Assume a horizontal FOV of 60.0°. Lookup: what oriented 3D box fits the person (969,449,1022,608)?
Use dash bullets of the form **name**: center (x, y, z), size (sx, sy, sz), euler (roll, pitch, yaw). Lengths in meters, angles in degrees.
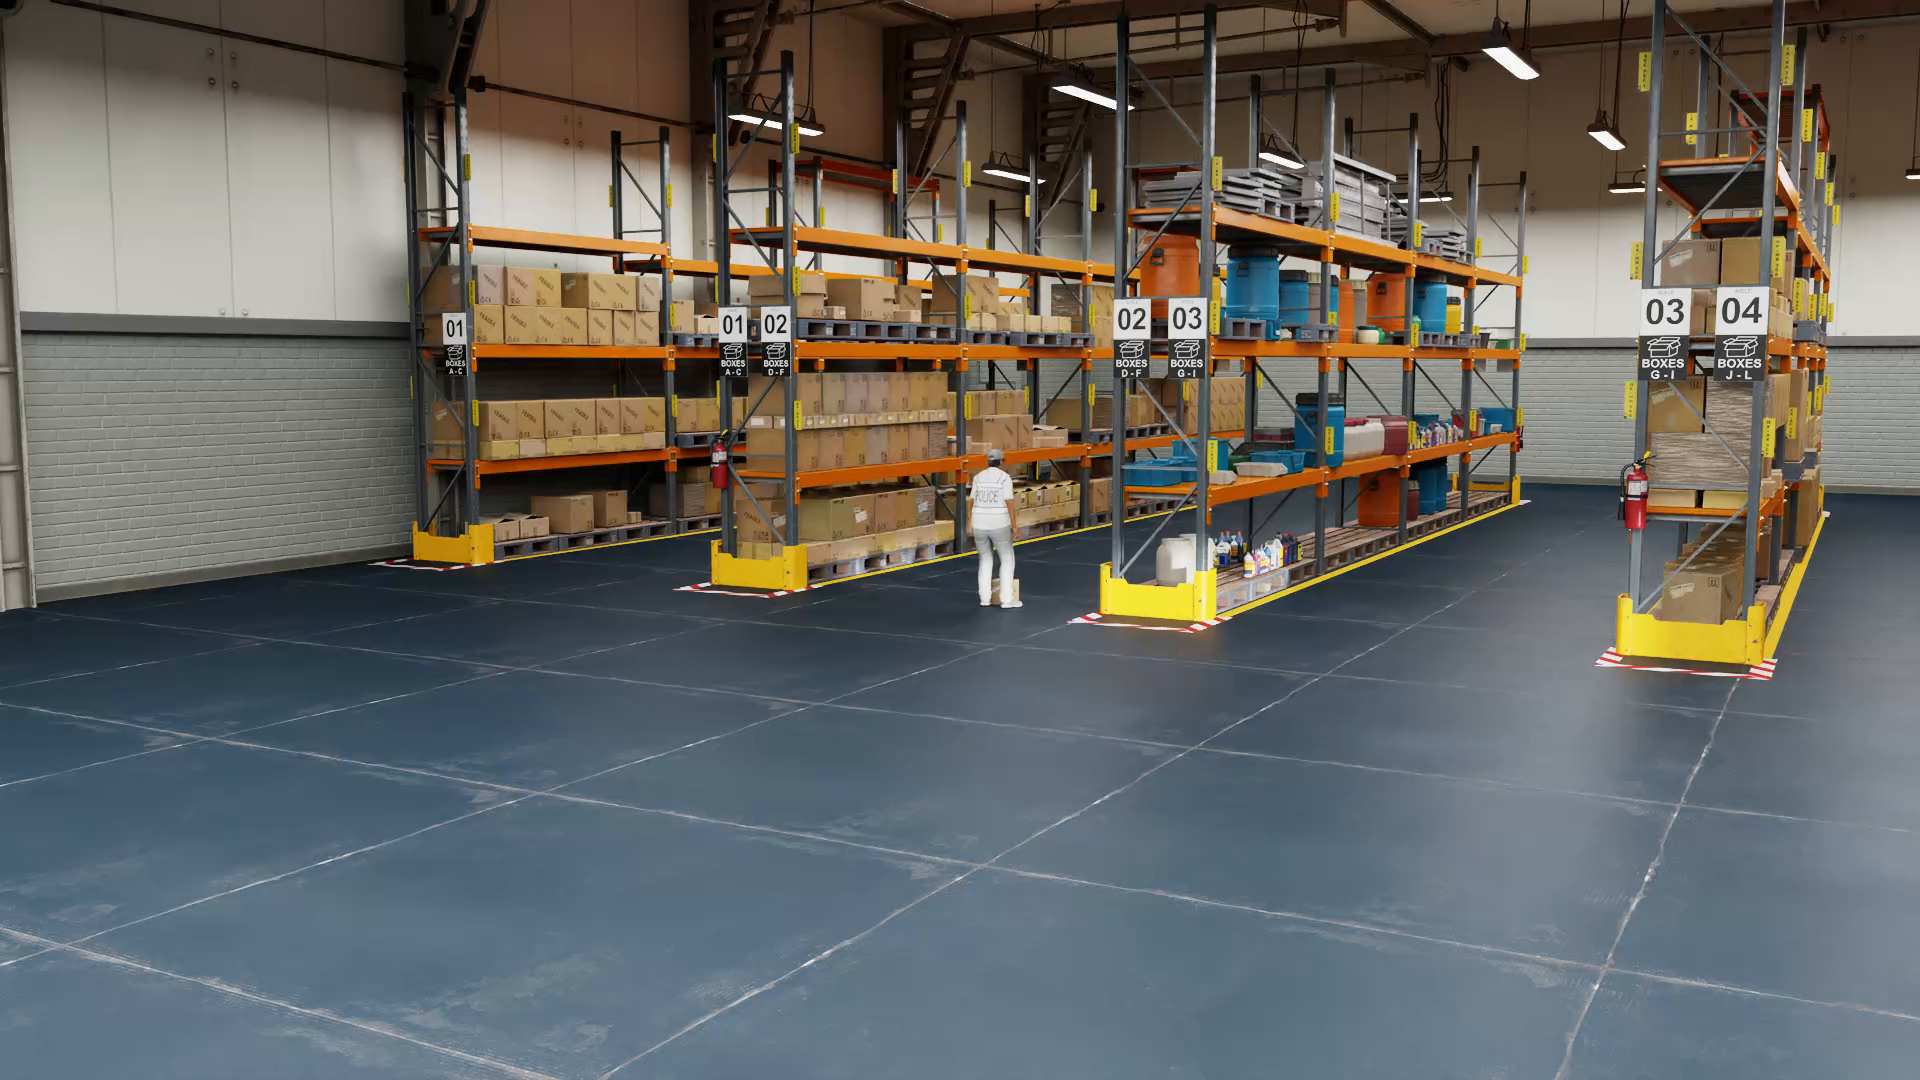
- **person**: center (0.371, -0.128, 17.551), size (0.547, 1.666, 0.471), euler (3, 7, 28)
